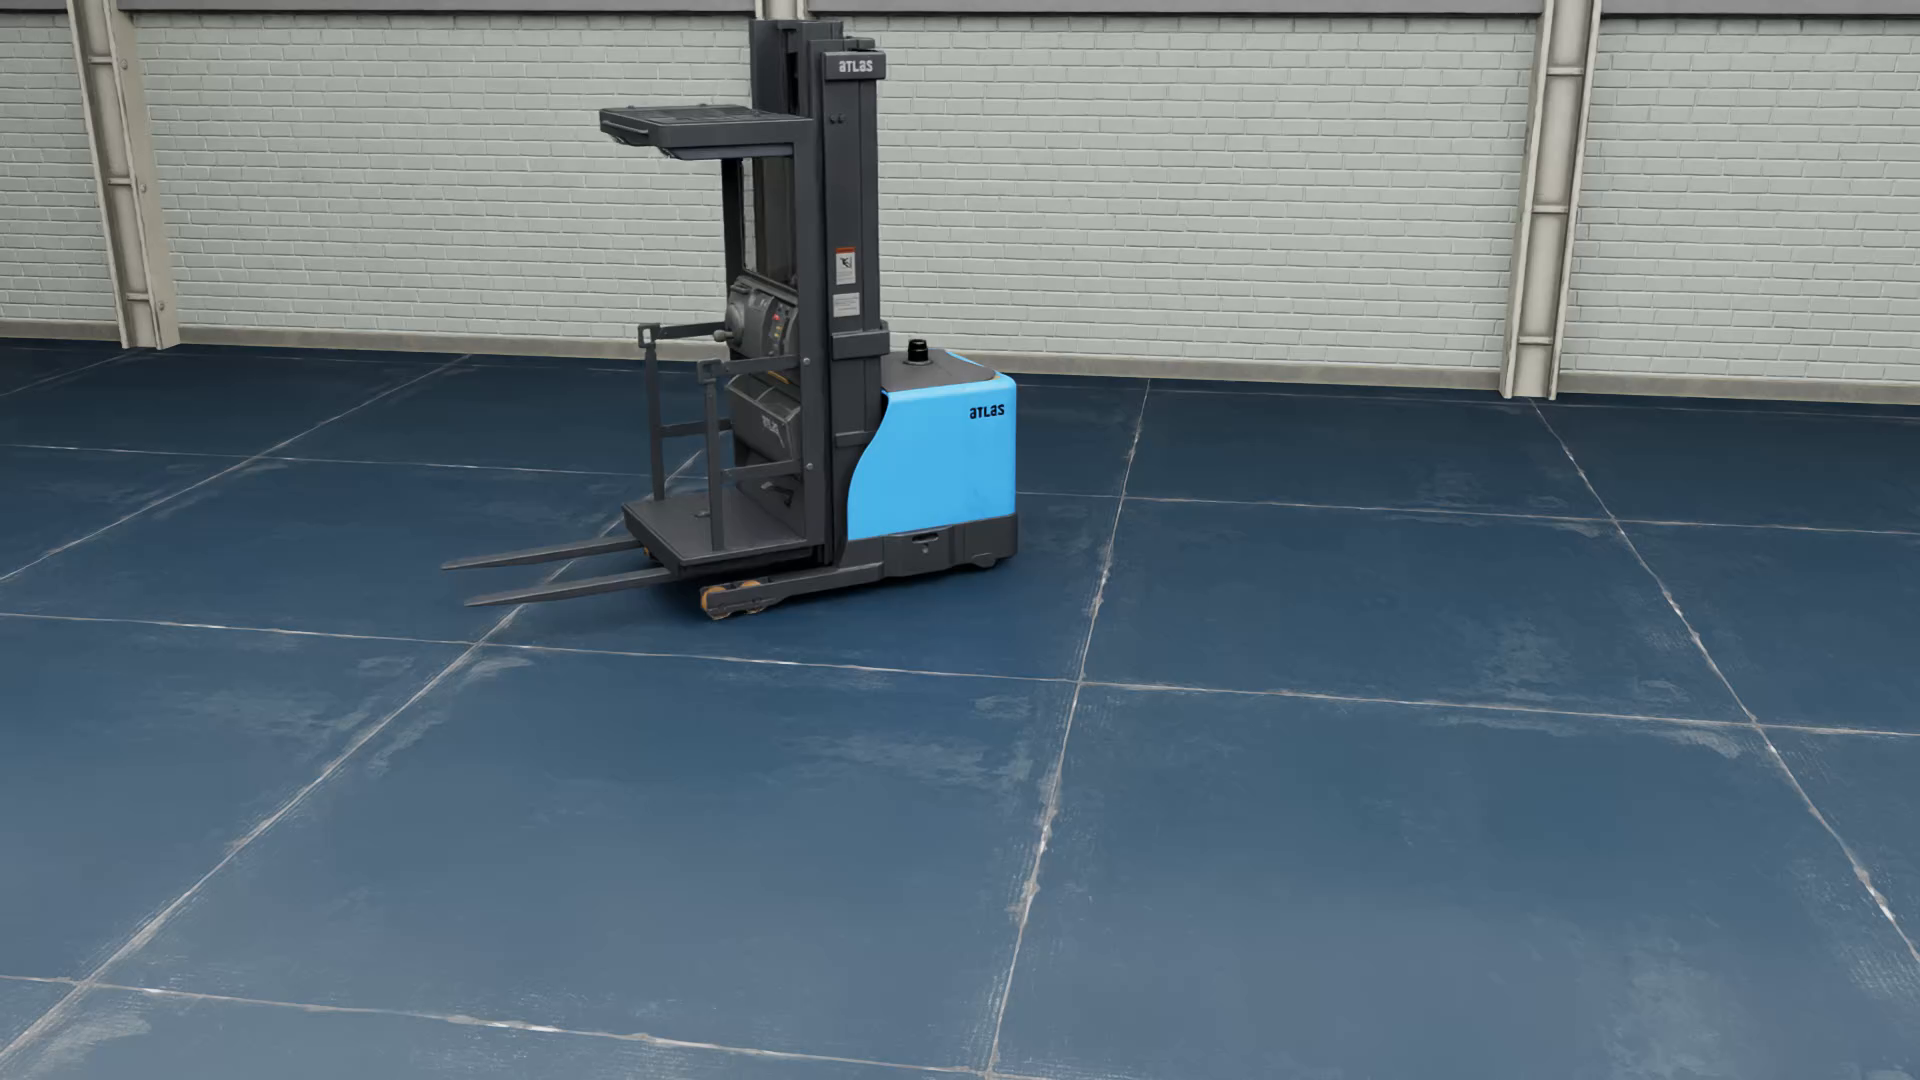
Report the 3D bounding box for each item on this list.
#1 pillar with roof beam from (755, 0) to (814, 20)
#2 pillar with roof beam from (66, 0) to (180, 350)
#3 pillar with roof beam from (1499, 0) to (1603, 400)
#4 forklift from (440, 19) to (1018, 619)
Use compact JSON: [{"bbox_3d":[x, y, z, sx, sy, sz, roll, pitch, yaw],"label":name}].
[{"bbox_3d":[-2.082,-4.382,8.717,0.400,9.000,9.100,3,19,9],"label":"pillar with roof beam"},{"bbox_3d":[-8.006,-4.684,9.620,0.400,9.000,9.100,3,19,9],"label":"pillar with roof beam"},{"bbox_3d":[3.842,-4.080,7.815,0.400,9.000,9.100,3,19,9],"label":"pillar with roof beam"},{"bbox_3d":[-1.227,-1.172,8.688,3.031,2.935,1.130,-9,21,-26],"label":"forklift"}]
